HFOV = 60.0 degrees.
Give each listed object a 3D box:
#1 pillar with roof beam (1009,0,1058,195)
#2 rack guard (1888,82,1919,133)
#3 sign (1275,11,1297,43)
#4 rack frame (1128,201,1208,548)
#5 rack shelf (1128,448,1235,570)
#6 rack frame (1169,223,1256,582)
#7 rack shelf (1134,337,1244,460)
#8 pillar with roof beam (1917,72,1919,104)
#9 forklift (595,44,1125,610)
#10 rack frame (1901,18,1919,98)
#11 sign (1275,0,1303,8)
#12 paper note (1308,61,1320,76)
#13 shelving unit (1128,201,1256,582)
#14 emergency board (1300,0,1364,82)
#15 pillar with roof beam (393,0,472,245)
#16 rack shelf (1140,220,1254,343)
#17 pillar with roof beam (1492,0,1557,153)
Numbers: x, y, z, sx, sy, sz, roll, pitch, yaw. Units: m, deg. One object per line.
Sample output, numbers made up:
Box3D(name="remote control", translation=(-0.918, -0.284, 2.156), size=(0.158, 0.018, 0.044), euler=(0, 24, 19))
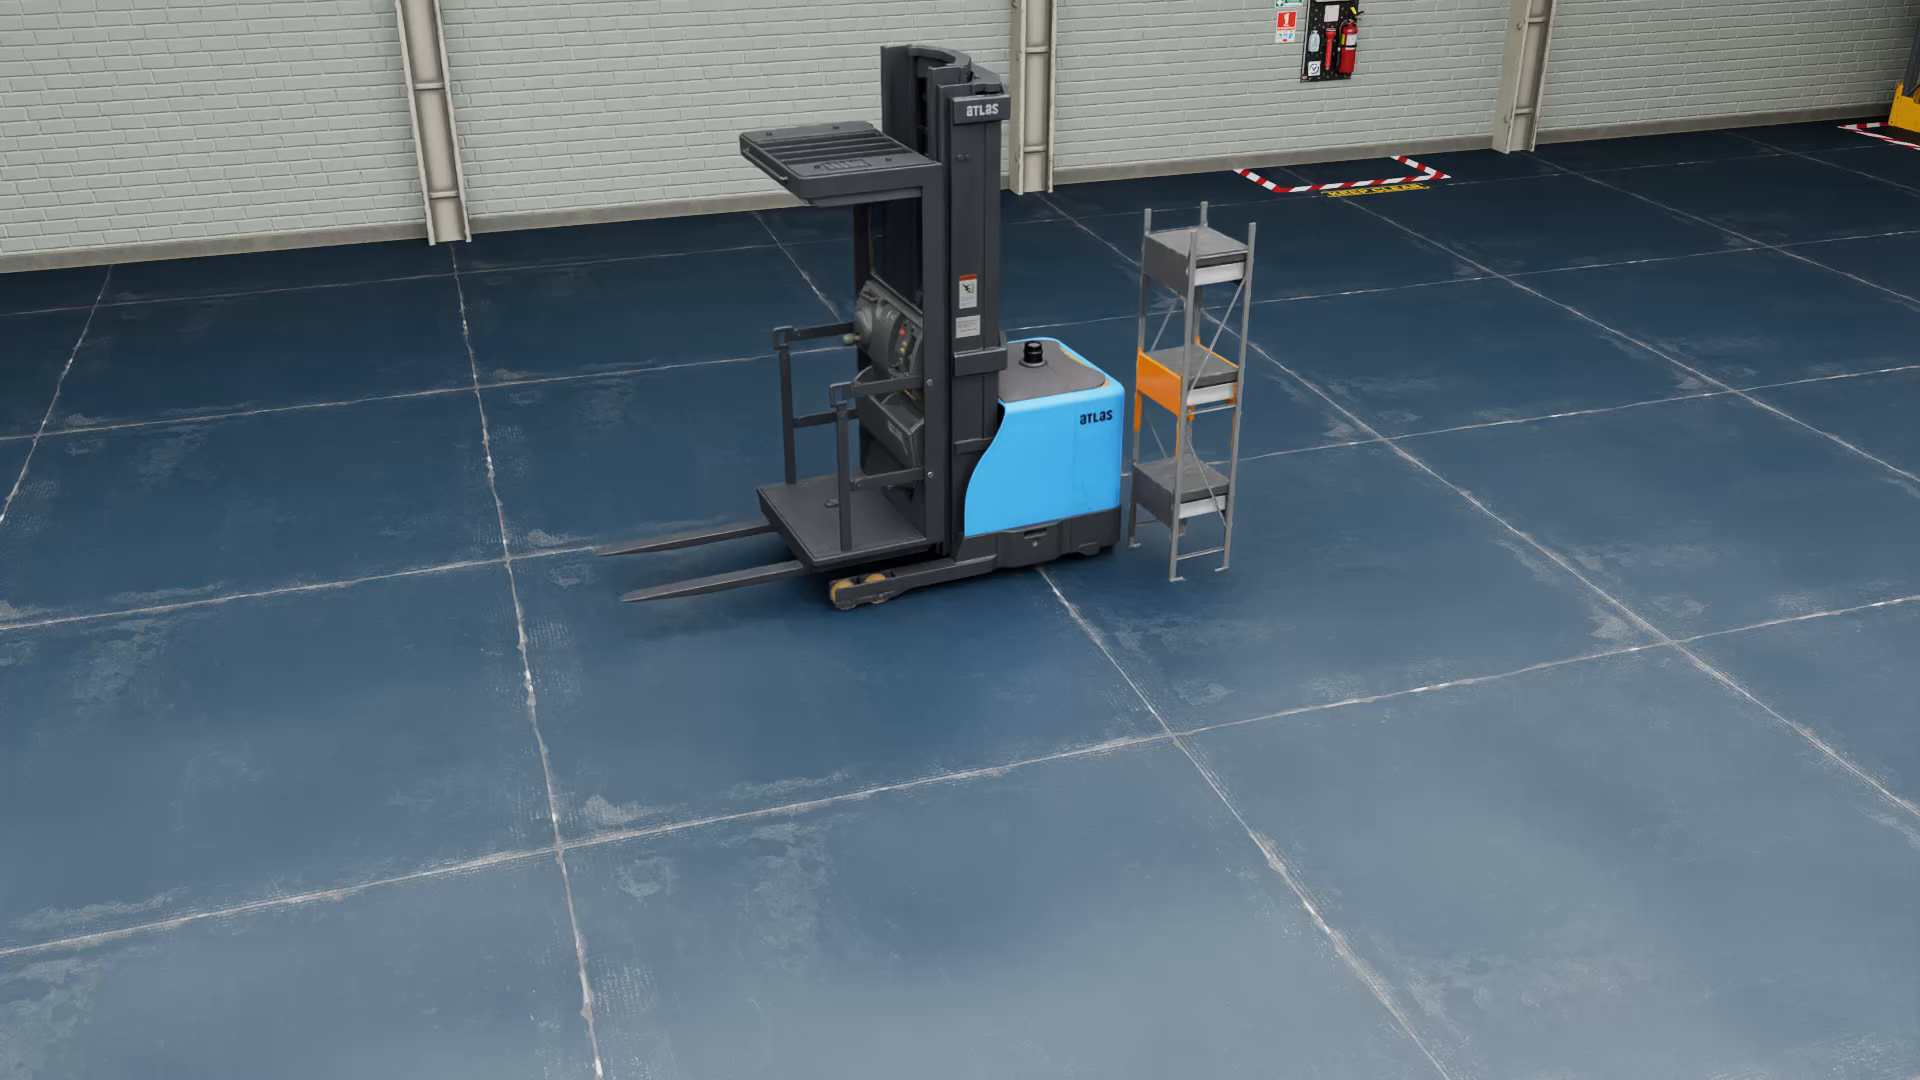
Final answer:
Box3D(name="pillar with roof beam", translation=(2.090, -5.957, 12.129), size=(0.400, 9.000, 9.100), euler=(-8, 28, -16))
Box3D(name="rack guard", translation=(11.841, -5.171, 20.104), size=(0.348, 0.500, 1.175), euler=(-8, 28, -16))
Box3D(name="sign", translation=(3.542, -5.575, 18.067), size=(0.234, 0.329, 0.001), euler=(-8, 28, -16))
Box3D(name="rack frame", translation=(1.210, -0.931, 9.763), size=(0.400, 2.100, 0.015), euler=(-11, 29, -22))
Box3D(name="rack shelf", translation=(1.310, -0.193, 9.881), size=(0.431, 0.518, 0.480), euler=(-11, 29, -22))
Box3D(name="rack frame", translation=(1.411, -0.733, 9.365), size=(0.400, 2.100, 0.015), euler=(-11, 29, -22))
Box3D(name="rack shelf", translation=(1.311, -0.820, 9.570), size=(0.431, 0.518, 0.480), euler=(-11, 29, -22))
Box3D(name="pillar with roof beam", translation=(13.500, -7.609, 15.457), size=(0.400, 9.000, 9.100), euler=(-8, 28, -16))
Box3D(name="forklift", translation=(-0.591, -1.181, 9.333), size=(3.031, 2.935, 1.130), euler=(-11, 28, -21))
Box3D(name="rack frame", translation=(11.769, -6.280, 19.527), size=(0.127, 3.000, 1.000), euler=(-8, 28, -16))
Box3D(name="sign", translation=(3.550, -5.810, 17.943), size=(0.331, 0.109, 0.001), euler=(-8, 28, -16))
Box3D(name="paper note", translation=(3.910, -5.202, 18.346), size=(0.142, 0.148, 0.016), euler=(-8, 28, -16))
Box3D(name="shelving unit", translation=(1.311, -0.832, 9.564), size=(0.431, 2.100, 0.503), euler=(-11, 29, -22))
Box3D(name="emergency board", translation=(4.100, -5.592, 18.141), size=(0.643, 1.169, 0.194), euler=(-8, 28, -16))
Box3D(name="pillar with roof beam", translation=(-3.615, -5.131, 10.465), size=(0.400, 9.000, 9.100), euler=(-8, 28, -16))
Box3D(name="rack shelf", translation=(1.311, -1.447, 9.259), size=(0.431, 0.518, 0.480), euler=(-11, 29, -22))
Box3D(name="pillar with roof beam", translation=(7.795, -6.783, 13.793), size=(0.400, 9.000, 9.100), euler=(-8, 28, -16))
